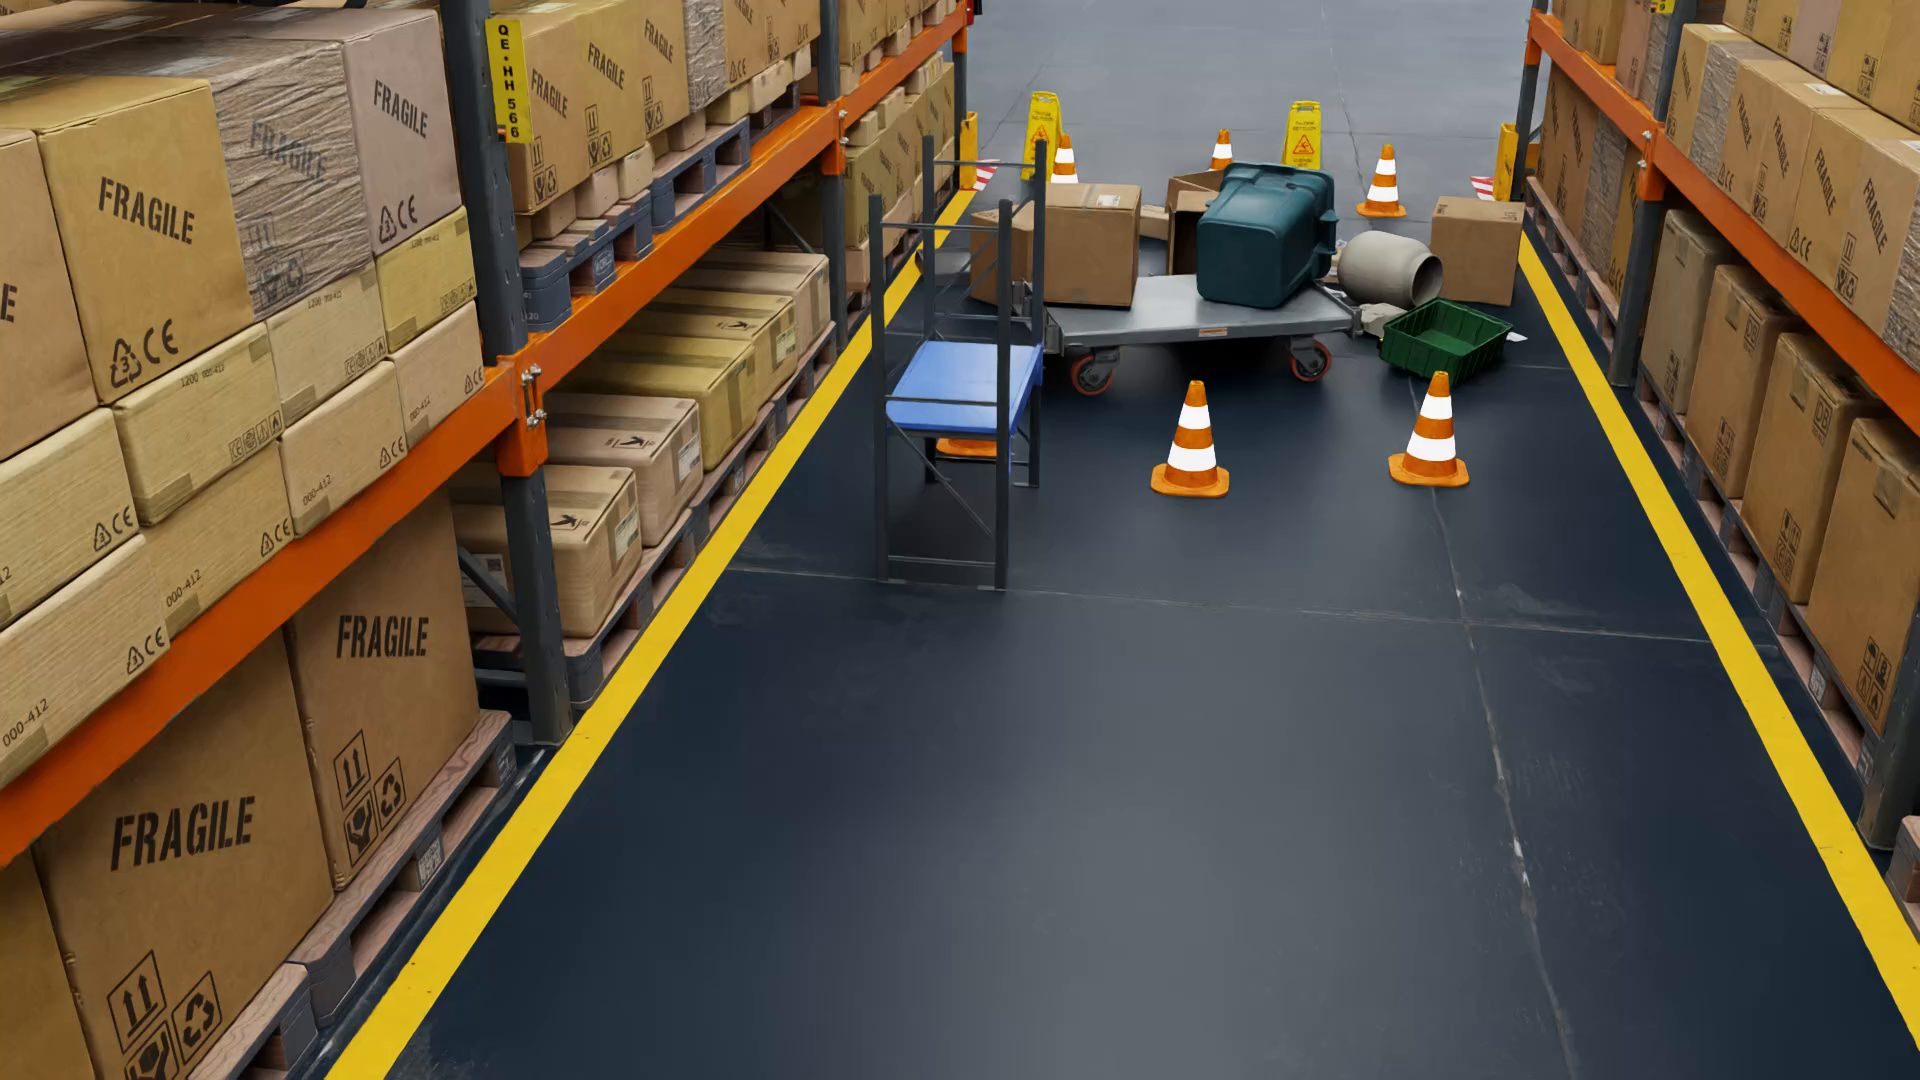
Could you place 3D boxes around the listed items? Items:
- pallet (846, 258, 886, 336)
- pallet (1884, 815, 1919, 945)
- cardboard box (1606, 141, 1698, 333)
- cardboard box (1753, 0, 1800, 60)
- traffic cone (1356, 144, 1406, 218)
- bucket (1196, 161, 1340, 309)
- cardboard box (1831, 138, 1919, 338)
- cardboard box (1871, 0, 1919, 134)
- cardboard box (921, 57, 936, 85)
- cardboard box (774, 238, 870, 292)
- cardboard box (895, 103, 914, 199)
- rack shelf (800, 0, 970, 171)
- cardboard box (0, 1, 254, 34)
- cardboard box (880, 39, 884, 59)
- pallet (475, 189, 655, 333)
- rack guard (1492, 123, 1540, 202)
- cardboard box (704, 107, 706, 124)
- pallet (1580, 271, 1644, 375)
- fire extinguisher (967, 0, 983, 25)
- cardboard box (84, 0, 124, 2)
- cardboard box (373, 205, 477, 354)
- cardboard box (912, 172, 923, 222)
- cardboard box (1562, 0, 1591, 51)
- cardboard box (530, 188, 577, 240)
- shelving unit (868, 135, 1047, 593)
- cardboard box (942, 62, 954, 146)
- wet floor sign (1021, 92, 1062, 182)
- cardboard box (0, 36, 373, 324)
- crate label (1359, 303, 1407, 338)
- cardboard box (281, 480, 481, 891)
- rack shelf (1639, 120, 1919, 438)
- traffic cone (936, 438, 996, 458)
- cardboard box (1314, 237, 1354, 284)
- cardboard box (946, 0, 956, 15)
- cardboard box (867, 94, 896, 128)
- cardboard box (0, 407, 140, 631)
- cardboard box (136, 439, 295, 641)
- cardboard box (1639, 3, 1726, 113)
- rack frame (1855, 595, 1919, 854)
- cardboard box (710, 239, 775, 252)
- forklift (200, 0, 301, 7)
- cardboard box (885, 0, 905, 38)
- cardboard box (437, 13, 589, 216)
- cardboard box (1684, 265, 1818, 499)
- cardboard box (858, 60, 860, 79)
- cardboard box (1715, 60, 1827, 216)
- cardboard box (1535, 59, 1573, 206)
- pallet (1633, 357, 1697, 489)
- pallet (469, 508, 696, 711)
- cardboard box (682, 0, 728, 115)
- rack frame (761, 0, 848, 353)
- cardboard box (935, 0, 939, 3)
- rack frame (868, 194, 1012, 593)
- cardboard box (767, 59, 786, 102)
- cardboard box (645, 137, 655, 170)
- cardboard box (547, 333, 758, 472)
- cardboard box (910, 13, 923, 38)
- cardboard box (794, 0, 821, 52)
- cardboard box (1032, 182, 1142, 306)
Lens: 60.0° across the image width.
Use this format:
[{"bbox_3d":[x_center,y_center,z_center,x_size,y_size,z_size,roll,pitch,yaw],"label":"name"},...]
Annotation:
[{"bbox_3d":[-1.034,-1.441,9.579,1.003,0.211,1.213,4,25,9],"label":"pallet"},{"bbox_3d":[3.009,1.143,4.059,1.003,0.211,1.213,4,25,9],"label":"pallet"},{"bbox_3d":[3.963,-1.606,8.653,0.875,0.875,0.875,4,25,9],"label":"cardboard box"},{"bbox_3d":[3.634,-2.194,6.603,0.700,0.500,0.500,4,25,8],"label":"cardboard box"},{"bbox_3d":[2.958,-2.520,11.588,0.336,0.463,0.334,4,25,9],"label":"traffic cone"},{"bbox_3d":[1.539,-1.542,8.575,0.726,0.611,0.620,13,38,26],"label":"bucket"},{"bbox_3d":[3.029,-0.908,5.033,0.500,0.500,0.500,4,25,9],"label":"cardboard box"},{"bbox_3d":[3.384,-1.558,5.243,0.700,0.500,0.500,4,25,8],"label":"cardboard box"},{"bbox_3d":[-0.366,-3.055,10.838,0.380,0.149,0.250,4,25,9],"label":"cardboard box"},{"bbox_3d":[-0.746,-1.593,9.364,0.500,0.250,0.500,3,25,6],"label":"cardboard box"},{"bbox_3d":[-0.583,-2.374,10.148,0.500,0.500,0.500,5,26,11],"label":"cardboard box"},{"bbox_3d":[-0.782,-2.931,10.322,1.077,0.370,4.000,4,25,9],"label":"rack shelf"},{"bbox_3d":[-2.084,-1.056,4.171,0.500,0.500,0.500,3,25,7],"label":"cardboard box"},{"bbox_3d":[-0.650,-2.853,9.604,0.380,0.149,0.250,4,25,8],"label":"cardboard box"},{"bbox_3d":[-1.751,-0.966,5.502,1.213,0.211,1.003,4,25,9],"label":"pallet"},{"bbox_3d":[4.449,-2.671,11.866,1.175,0.500,0.348,4,25,9],"label":"rack guard"},{"bbox_3d":[-1.246,-1.734,6.717,0.380,0.149,0.250,3,25,7],"label":"cardboard box"},{"bbox_3d":[3.993,-1.169,8.999,1.003,0.211,1.213,4,25,9],"label":"pallet"},{"bbox_3d":[0.019,-4.074,12.007,0.296,0.674,0.183,4,25,9],"label":"fire extinguisher"},{"bbox_3d":[-5.525,-3.406,10.371,0.500,0.500,0.500,4,25,8],"label":"cardboard box"},{"bbox_3d":[-1.591,-0.686,4.264,0.500,0.250,0.500,4,25,8],"label":"cardboard box"},{"bbox_3d":[-0.494,-2.246,10.758,0.500,0.250,0.500,3,25,7],"label":"cardboard box"},{"bbox_3d":[4.146,-3.245,9.968,0.875,0.550,0.550,4,25,9],"label":"cardboard box"},{"bbox_3d":[-1.446,-1.063,5.283,0.380,0.149,0.250,2,25,5],"label":"cardboard box"},{"bbox_3d":[0.014,-0.715,6.508,0.538,1.500,1.048,4,25,9],"label":"shelving unit"},{"bbox_3d":[-0.328,-3.025,11.537,0.500,0.500,0.500,4,25,9],"label":"cardboard box"},{"bbox_3d":[0.632,-3.032,12.467,0.267,0.644,0.232,13,28,26],"label":"wet floor sign"},{"bbox_3d":[-1.664,-0.796,3.615,0.500,0.500,0.500,4,25,9],"label":"cardboard box"},{"bbox_3d":[2.320,-1.214,9.182,0.298,0.136,0.250,-14,29,-27],"label":"crate label"},{"bbox_3d":[-1.957,0.308,4.565,0.875,0.875,0.875,4,25,8],"label":"cardboard box"},{"bbox_3d":[3.465,-0.957,6.106,1.077,0.370,4.000,4,25,9],"label":"rack shelf"},{"bbox_3d":[0.070,-0.656,7.605,0.336,0.463,0.334,4,25,9],"label":"traffic cone"},{"bbox_3d":[2.255,-1.728,10.128,0.396,0.266,0.258,8,26,18],"label":"cardboard box"},{"bbox_3d":[-0.237,-3.695,11.401,0.380,0.149,0.250,4,25,8],"label":"cardboard box"},{"bbox_3d":[-0.584,-2.490,9.629,0.380,0.149,0.250,5,26,11],"label":"cardboard box"},{"bbox_3d":[-1.819,-0.038,2.881,0.500,0.250,0.500,3,25,7],"label":"cardboard box"},{"bbox_3d":[-1.755,-0.026,3.444,0.500,0.250,0.500,4,25,8],"label":"cardboard box"},{"bbox_3d":[3.840,-2.343,8.040,0.875,0.550,0.550,4,25,9],"label":"cardboard box"},{"bbox_3d":[3.138,-0.447,4.166,1.000,3.000,0.127,4,25,9],"label":"rack frame"},{"bbox_3d":[-1.277,-1.631,9.445,0.500,0.250,0.500,5,26,11],"label":"cardboard box"},{"bbox_3d":[-3.272,-2.272,8.147,3.031,2.935,1.130,16,30,31],"label":"forklift"},{"bbox_3d":[-0.608,-3.186,9.549,0.500,0.500,0.500,4,25,8],"label":"cardboard box"},{"bbox_3d":[-1.460,-1.290,5.003,0.500,0.500,0.500,3,25,7],"label":"cardboard box"},{"bbox_3d":[3.617,-0.622,6.699,1.050,0.750,0.750,4,25,9],"label":"cardboard box"},{"bbox_3d":[-0.750,-2.525,8.903,0.380,0.149,0.250,5,26,10],"label":"cardboard box"},{"bbox_3d":[3.274,-1.544,6.391,0.500,0.500,0.500,4,25,8],"label":"cardboard box"},{"bbox_3d":[4.400,-2.732,11.060,0.875,0.875,0.875,4,25,9],"label":"cardboard box"},{"bbox_3d":[3.740,-0.529,7.631,1.003,0.211,1.213,4,25,9],"label":"pallet"},{"bbox_3d":[-1.633,0.189,6.098,1.003,0.211,1.213,4,25,9],"label":"pallet"},{"bbox_3d":[-1.213,-1.939,6.391,0.500,0.500,0.500,3,25,7],"label":"cardboard box"},{"bbox_3d":[-1.108,-2.420,8.383,1.000,3.000,0.127,4,25,9],"label":"rack frame"},{"bbox_3d":[-0.358,-3.818,10.900,0.500,0.500,0.500,4,25,9],"label":"cardboard box"},{"bbox_3d":[-0.069,-0.502,6.054,0.500,1.500,0.032,4,25,9],"label":"rack frame"},{"bbox_3d":[-0.987,-2.043,7.378,0.380,0.149,0.250,4,25,8],"label":"cardboard box"},{"bbox_3d":[-1.328,-1.394,5.991,0.380,0.149,0.250,6,26,12],"label":"cardboard box"},{"bbox_3d":[-1.418,-0.609,7.117,0.950,0.372,0.625,5,26,10],"label":"cardboard box"},{"bbox_3d":[-0.445,-3.269,10.491,0.380,0.149,0.250,4,25,8],"label":"cardboard box"},{"bbox_3d":[-0.958,-2.581,7.763,0.500,0.500,0.500,4,25,8],"label":"cardboard box"},{"bbox_3d":[0.653,-1.520,8.515,0.500,0.500,0.500,4,25,9],"label":"cardboard box"}]
